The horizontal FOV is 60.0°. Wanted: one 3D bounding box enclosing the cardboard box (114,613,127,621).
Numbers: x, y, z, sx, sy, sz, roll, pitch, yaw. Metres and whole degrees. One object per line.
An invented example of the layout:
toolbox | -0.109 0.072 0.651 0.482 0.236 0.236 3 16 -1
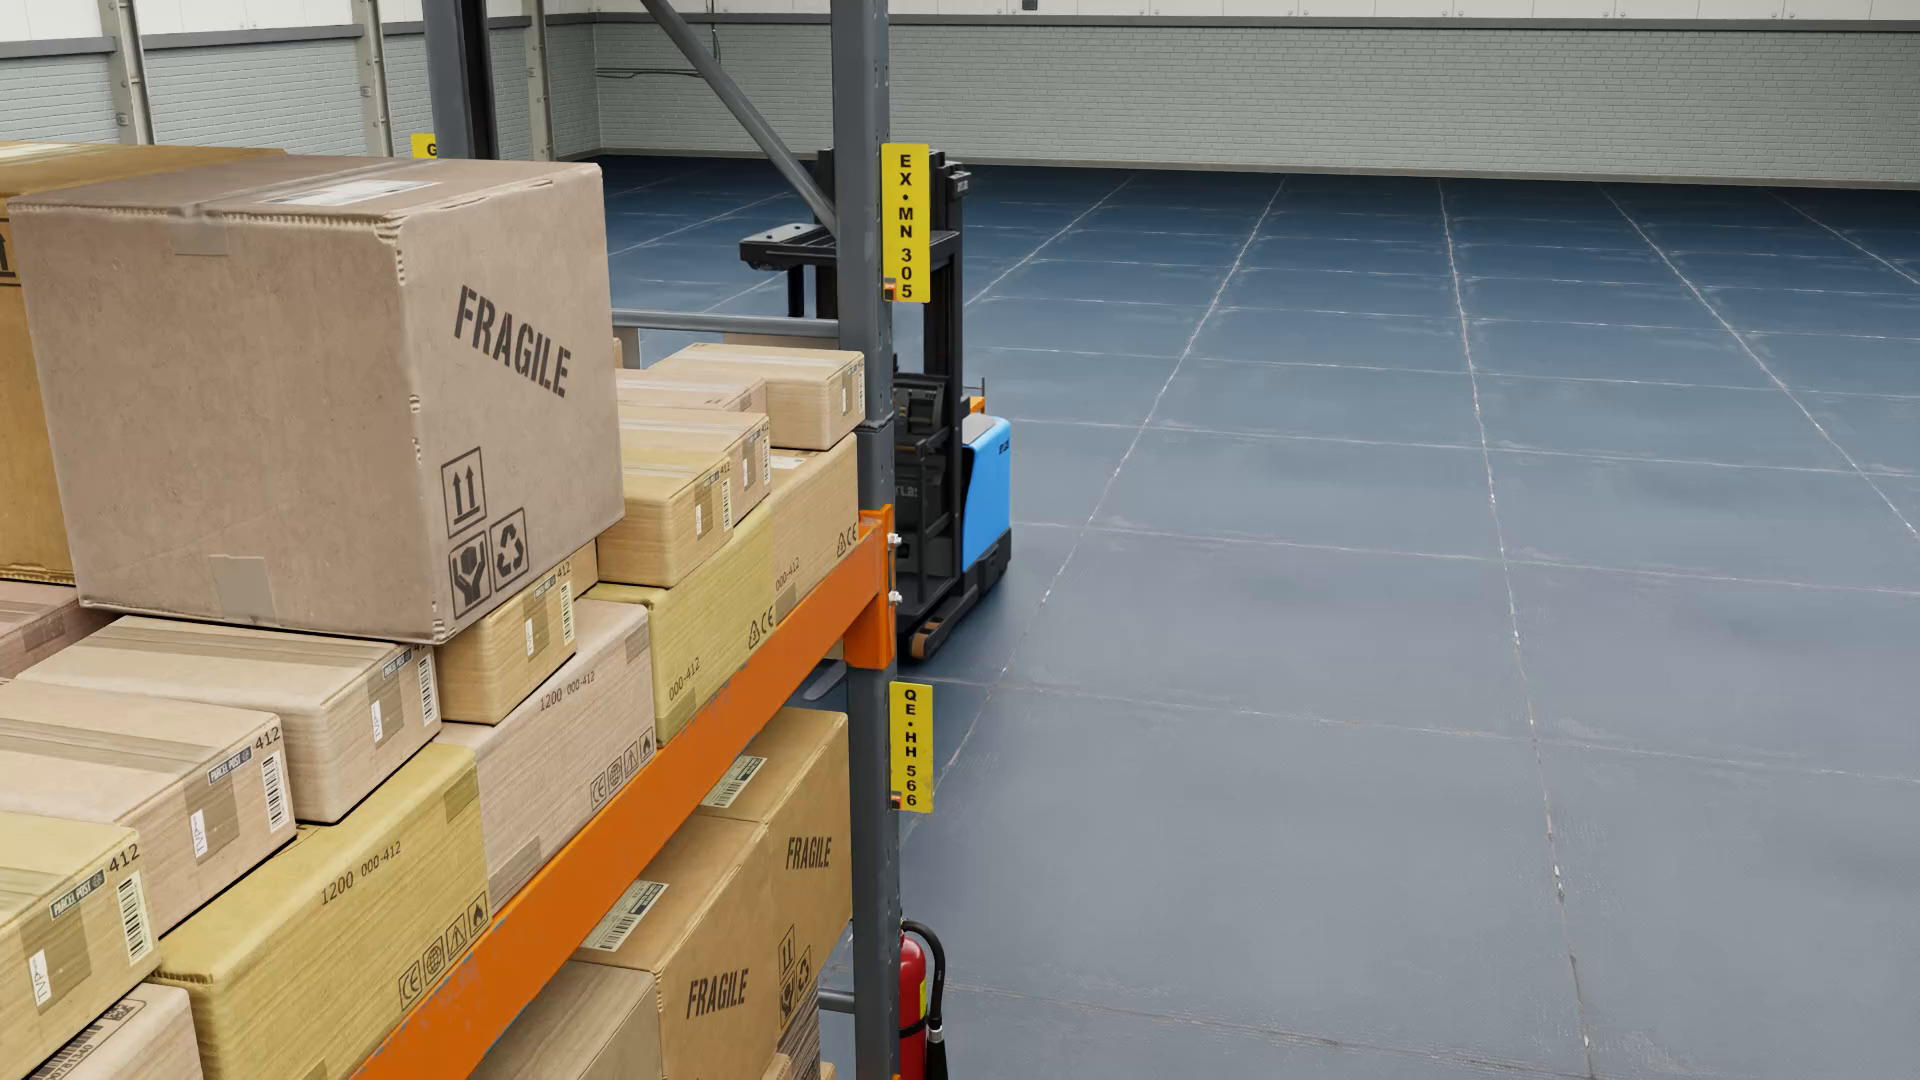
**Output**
cardboard box | -1.288 0.066 2.328 0.380 0.149 0.250 4 19 11

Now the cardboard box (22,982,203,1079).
cardboard box | -1.009 0.593 1.401 0.500 0.250 0.500 4 19 11

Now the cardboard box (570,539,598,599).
cardboard box | -0.768 0.020 2.464 0.380 0.149 0.250 5 19 14

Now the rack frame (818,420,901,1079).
rack frame | -0.646 1.130 4.238 1.000 3.000 0.127 5 19 13

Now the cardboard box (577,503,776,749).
cardboard box | -0.636 0.110 2.818 0.500 0.250 0.500 5 19 14

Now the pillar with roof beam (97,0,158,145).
pillar with roof beam | -7.541 -8.037 21.796 9.100 9.000 0.400 5 19 13

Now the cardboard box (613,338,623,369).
cardboard box | -0.937 -0.339 3.514 0.380 0.149 0.250 5 19 13

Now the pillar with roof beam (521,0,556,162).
pillar with roof beam | -4.609 -11.798 32.807 9.100 9.000 0.400 5 19 13

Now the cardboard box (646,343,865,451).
cardboard box | -0.411 -0.295 3.386 0.380 0.149 0.250 5 19 13

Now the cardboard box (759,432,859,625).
cardboard box | -0.517 -0.047 3.276 0.500 0.250 0.500 5 20 15

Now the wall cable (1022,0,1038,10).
wall cable | 2.420 -13.812 33.441 2.305 6.003 0.169 5 19 13

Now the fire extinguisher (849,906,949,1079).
fire extinguisher | -0.171 1.167 4.249 0.296 0.674 0.183 5 19 13

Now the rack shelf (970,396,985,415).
rack shelf | -0.011 -0.902 11.758 0.258 0.148 0.480 6 20 16

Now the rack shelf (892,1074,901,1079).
rack shelf | -1.134 2.097 2.519 1.077 0.370 4.000 5 19 13

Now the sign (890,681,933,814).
sign | -0.112 0.483 3.853 0.100 0.325 0.005 5 19 13

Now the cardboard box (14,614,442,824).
cardboard box | -0.848 0.194 1.953 0.380 0.149 0.250 4 19 11

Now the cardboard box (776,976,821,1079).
cardboard box | -0.807 1.112 3.676 0.875 0.500 0.500 5 19 13

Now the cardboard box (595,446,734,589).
cardboard box | -0.587 -0.048 2.662 0.380 0.149 0.250 5 19 14

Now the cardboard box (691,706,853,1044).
cardboard box | -0.540 0.661 3.451 0.500 0.500 0.500 5 19 13

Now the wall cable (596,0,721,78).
wall cable | -6.782 -11.488 36.702 3.097 2.526 0.112 5 19 13

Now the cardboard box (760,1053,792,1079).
cardboard box | -0.812 1.278 3.189 0.875 0.500 0.500 5 19 13

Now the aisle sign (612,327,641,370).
aisle sign | -0.921 -0.143 3.944 0.394 0.787 0.004 5 19 13

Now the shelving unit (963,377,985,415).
shelving unit | -0.011 -0.531 11.885 0.258 1.200 0.503 6 20 16

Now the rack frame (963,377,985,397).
rack frame | 0.061 -0.606 12.105 0.240 1.200 0.015 6 20 16

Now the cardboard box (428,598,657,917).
cardboard box | -0.770 0.269 2.349 0.500 0.250 0.500 5 20 15

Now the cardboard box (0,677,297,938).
cardboard box | -0.933 0.274 1.719 0.380 0.149 0.250 5 20 15

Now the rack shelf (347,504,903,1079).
rack shelf | -1.134 0.678 2.034 1.077 0.370 4.000 5 19 13

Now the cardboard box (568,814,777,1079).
cardboard box | -0.657 0.818 2.990 0.500 0.500 0.500 5 19 13

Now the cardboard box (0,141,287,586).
cardboard box | -1.270 -0.270 2.308 0.500 0.500 0.500 5 19 13

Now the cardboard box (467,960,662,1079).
cardboard box | -0.782 0.974 2.532 0.500 0.500 0.500 5 19 13

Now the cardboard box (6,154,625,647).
cardboard box | -0.779 -0.208 2.127 0.500 0.500 0.500 5 19 13

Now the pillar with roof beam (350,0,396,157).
pillar with roof beam | -6.075 -9.918 27.302 9.100 9.000 0.400 5 19 13

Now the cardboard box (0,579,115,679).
cardboard box | -1.304 0.148 2.089 0.380 0.149 0.250 4 19 13

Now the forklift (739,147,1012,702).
forklift | -0.608 -0.806 10.013 1.130 2.935 3.031 6 20 18

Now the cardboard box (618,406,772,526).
cardboard box | -0.549 -0.129 2.898 0.380 0.149 0.250 4 19 11

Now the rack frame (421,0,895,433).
rack frame | -0.646 -1.709 3.269 1.000 3.000 0.127 5 19 13

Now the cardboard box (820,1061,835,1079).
cardboard box | -0.515 1.355 3.970 0.380 0.149 0.250 5 19 13

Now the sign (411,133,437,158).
sign | -1.172 -0.746 3.737 0.100 0.325 0.005 5 19 13

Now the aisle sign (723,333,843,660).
aisle sign | -0.340 -0.096 3.806 0.394 0.787 0.004 5 19 13

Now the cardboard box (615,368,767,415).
cardboard box | -0.588 -0.223 3.174 0.380 0.149 0.250 4 19 12

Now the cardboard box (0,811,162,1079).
cardboard box | -0.963 0.357 1.475 0.380 0.149 0.250 4 19 12

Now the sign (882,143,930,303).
sign | -0.112 -0.658 3.464 0.100 0.325 0.005 5 19 13

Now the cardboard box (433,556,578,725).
cardboard box | -0.736 0.112 2.194 0.380 0.149 0.250 4 19 11

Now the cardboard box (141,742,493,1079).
cardboard box | -0.888 0.428 1.887 0.500 0.250 0.500 4 19 12
